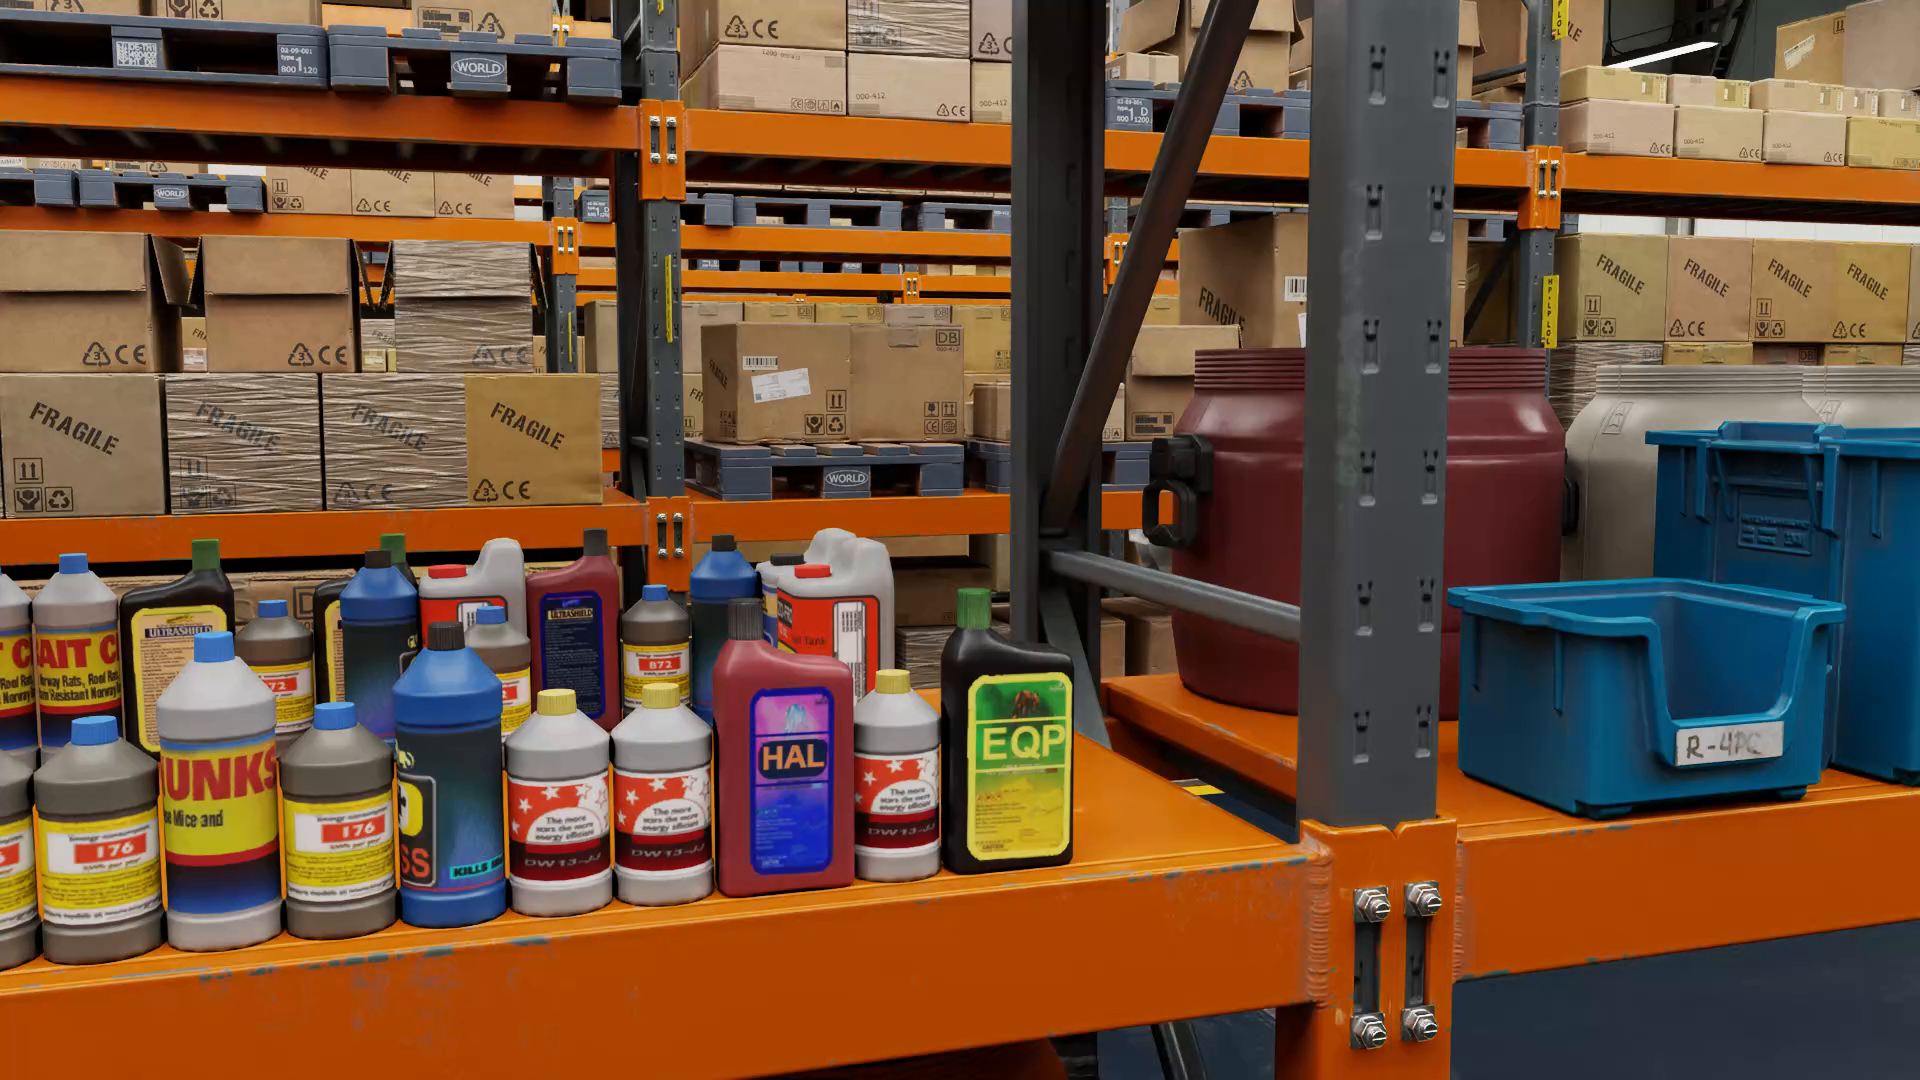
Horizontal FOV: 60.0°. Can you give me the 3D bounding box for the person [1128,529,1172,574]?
[{"bbox_3d":[1.198,-0.013,9.417,0.447,1.747,0.603,-2,6,-22],"label":"person"}]
